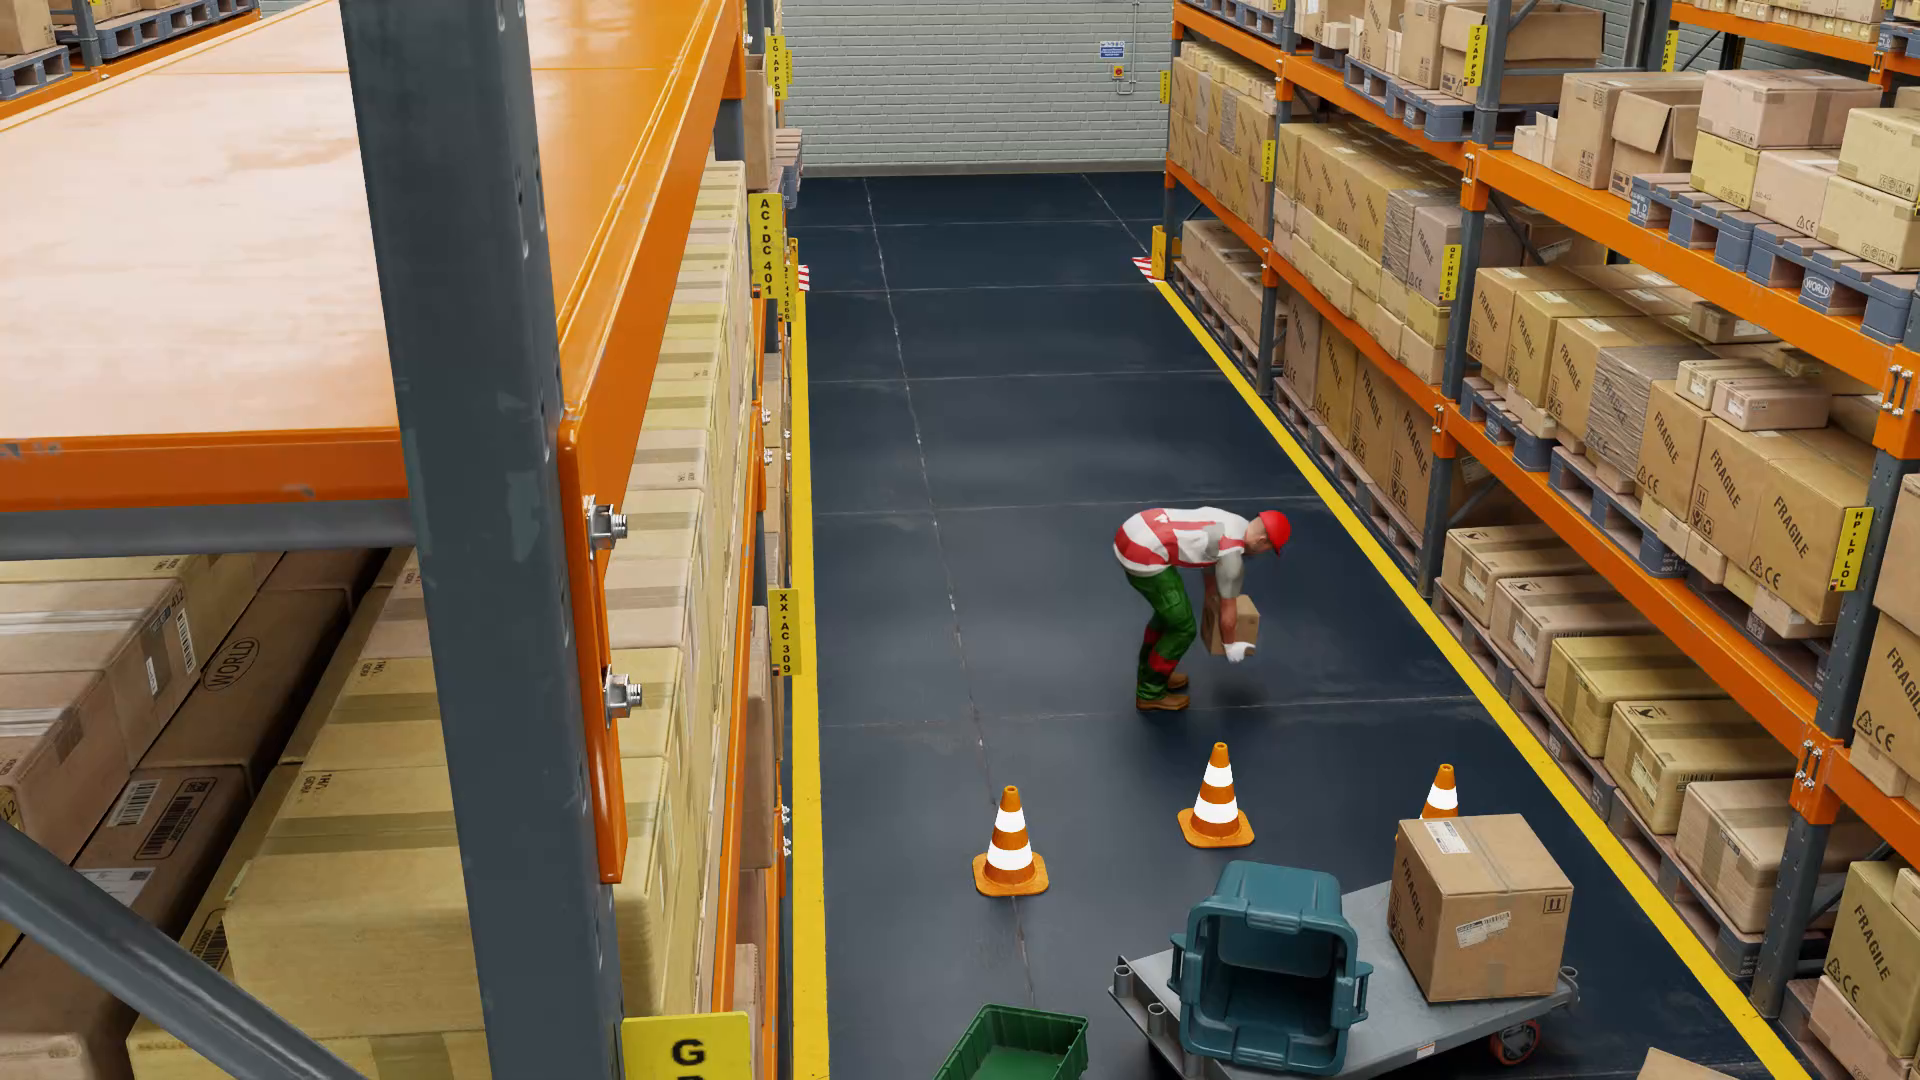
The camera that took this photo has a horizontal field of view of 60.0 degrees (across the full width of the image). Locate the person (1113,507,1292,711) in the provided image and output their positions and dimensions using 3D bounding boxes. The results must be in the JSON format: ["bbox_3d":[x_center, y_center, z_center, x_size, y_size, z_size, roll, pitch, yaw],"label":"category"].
[{"bbox_3d":[1.316,0.352,9.109,0.963,1.106,0.494,-3,24,-7],"label":"person"}]
